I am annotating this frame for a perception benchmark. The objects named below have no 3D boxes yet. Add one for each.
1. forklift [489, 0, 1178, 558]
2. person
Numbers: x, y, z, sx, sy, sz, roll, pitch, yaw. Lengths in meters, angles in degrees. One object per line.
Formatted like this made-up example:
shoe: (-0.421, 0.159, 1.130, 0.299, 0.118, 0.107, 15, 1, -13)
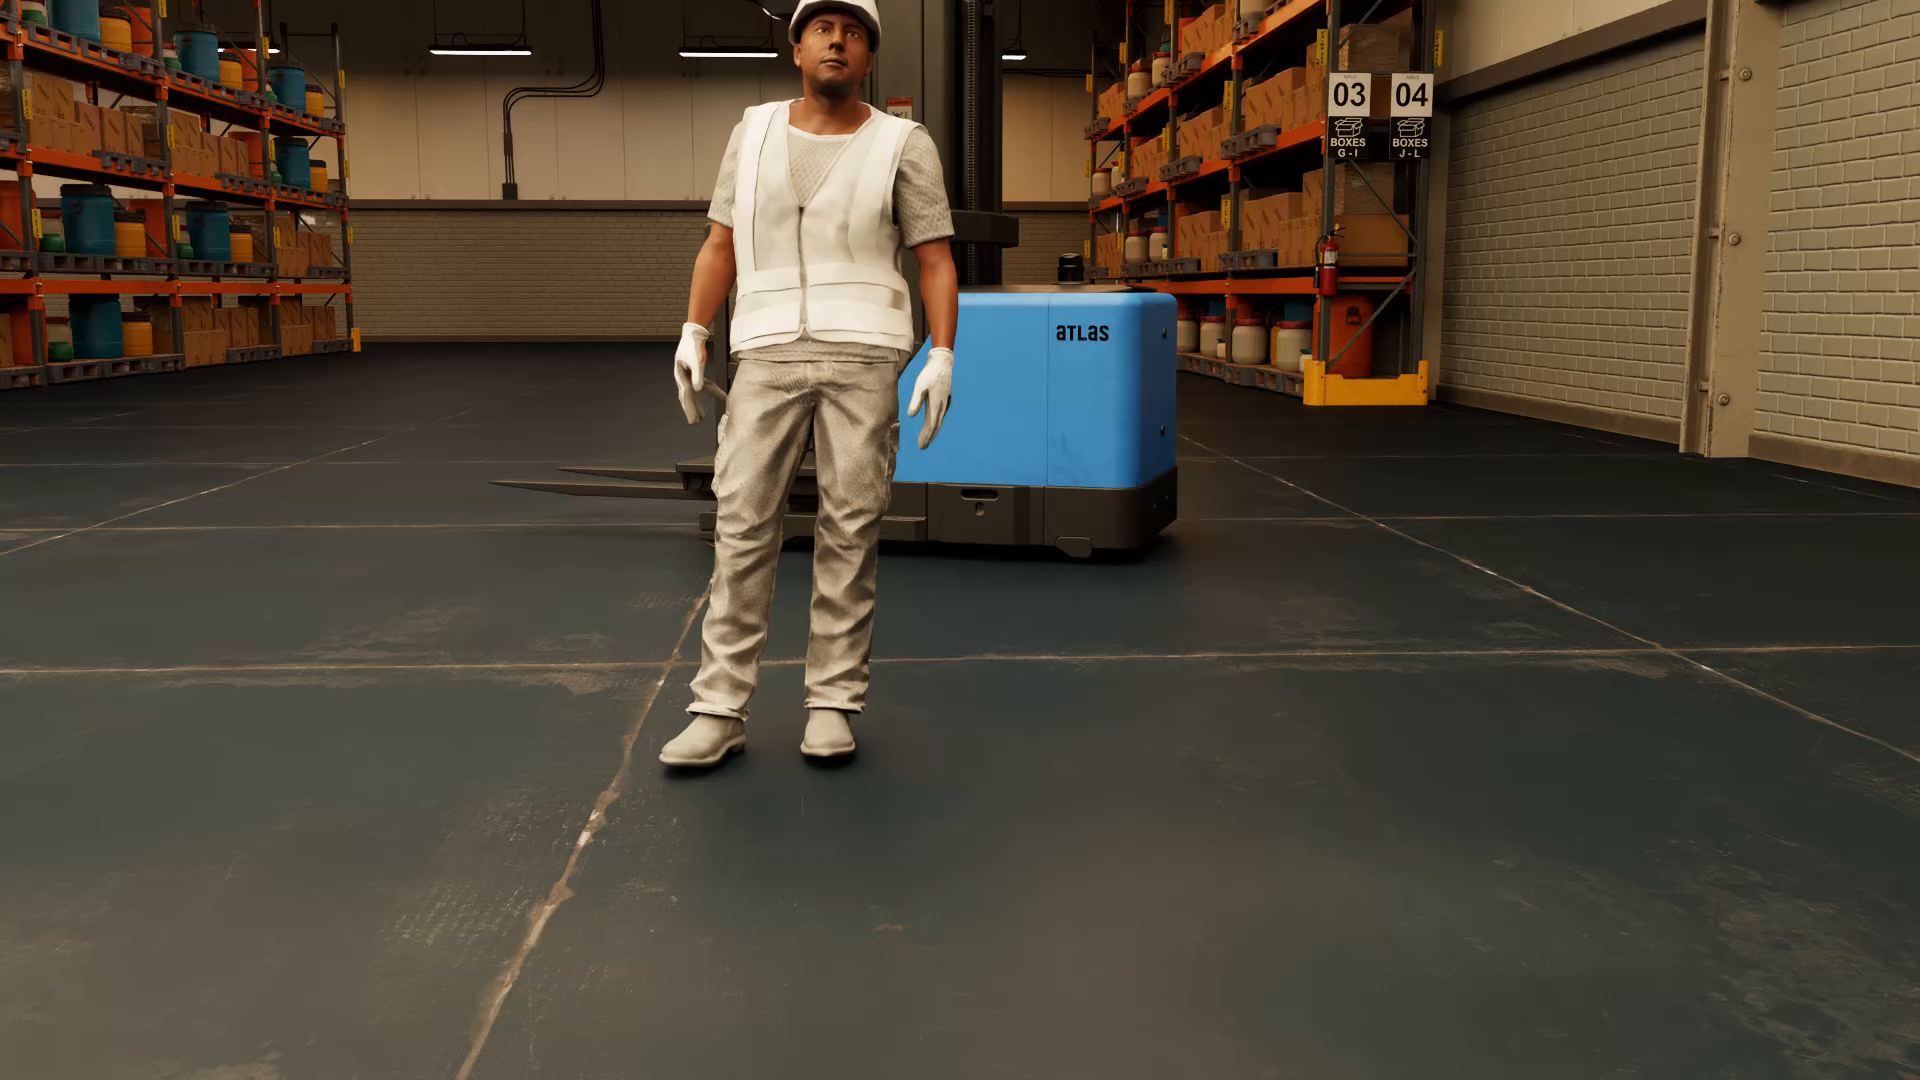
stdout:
forklift: (-0.603, -1.476, 7.273, 3.031, 2.935, 1.130, 3, 9, 16)
person: (-0.344, -0.391, 3.819, 0.656, 1.782, 0.577, 1, 9, 7)
